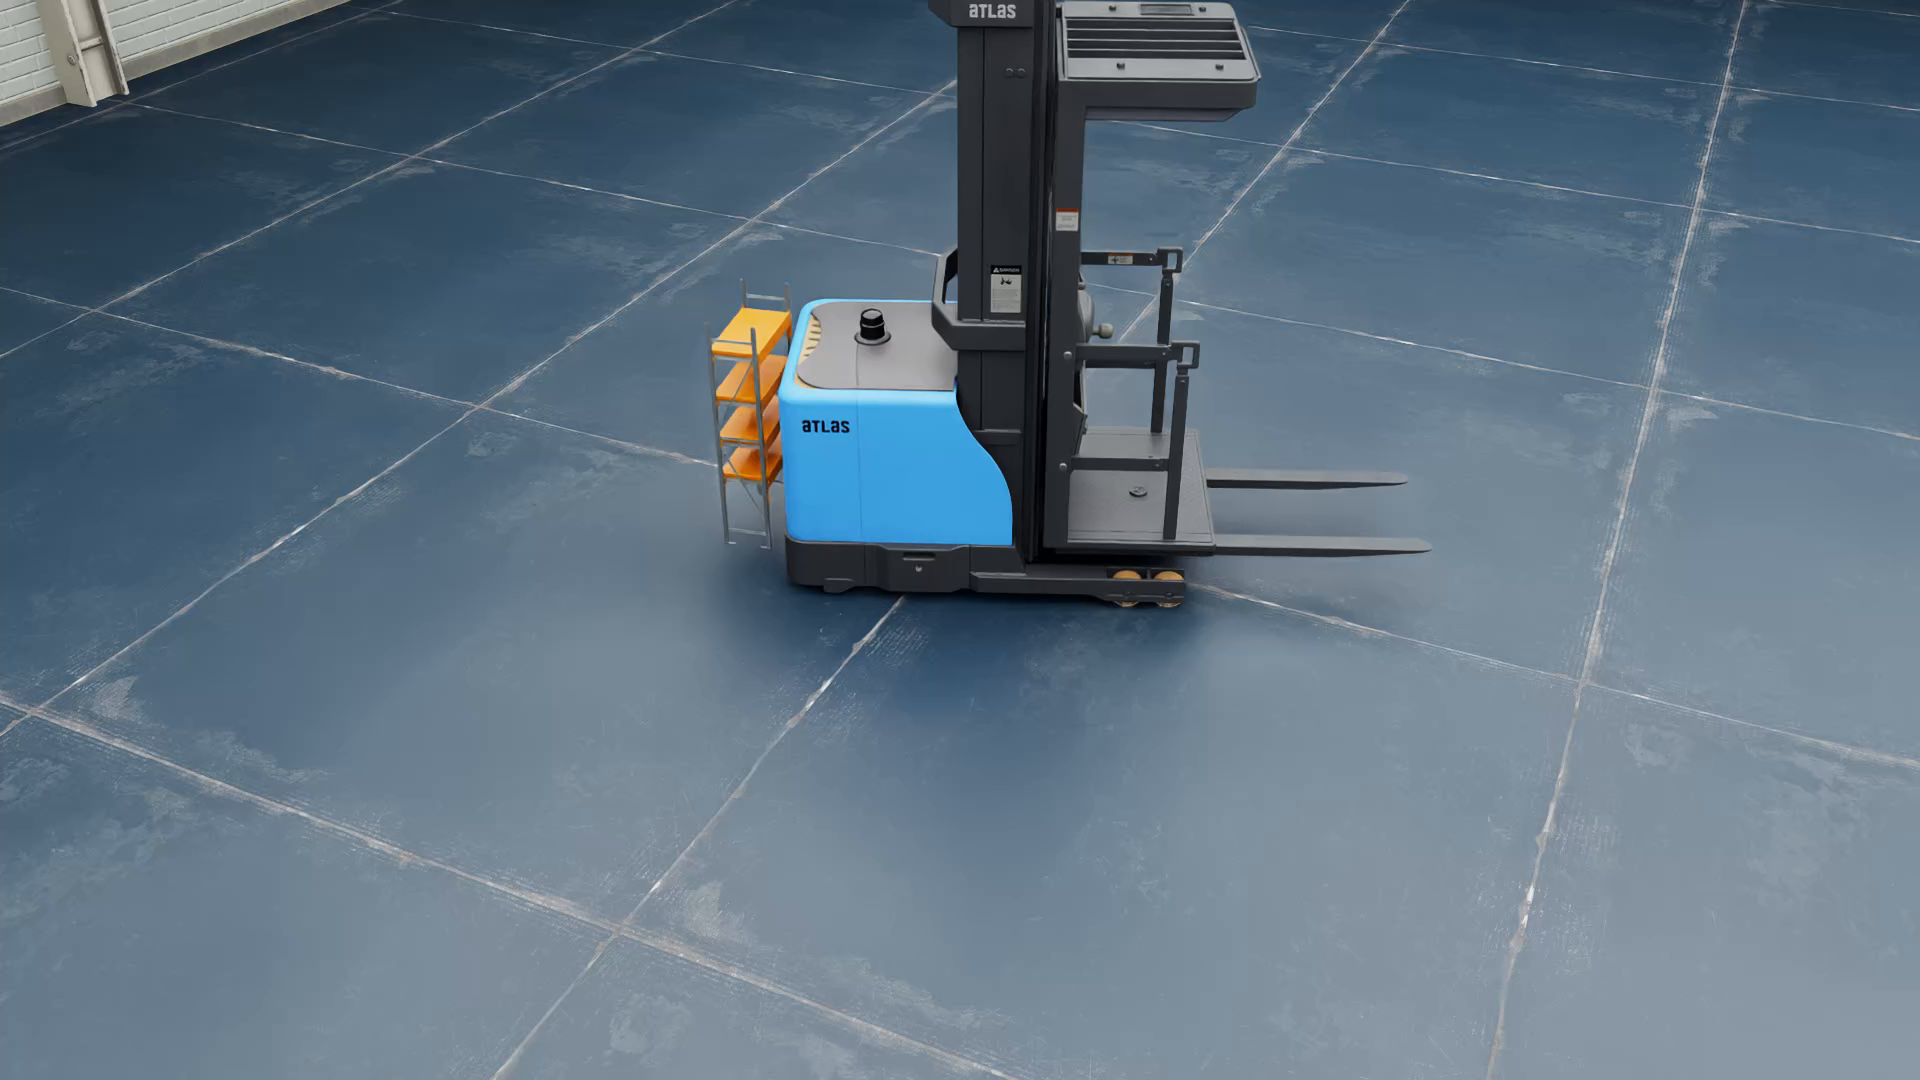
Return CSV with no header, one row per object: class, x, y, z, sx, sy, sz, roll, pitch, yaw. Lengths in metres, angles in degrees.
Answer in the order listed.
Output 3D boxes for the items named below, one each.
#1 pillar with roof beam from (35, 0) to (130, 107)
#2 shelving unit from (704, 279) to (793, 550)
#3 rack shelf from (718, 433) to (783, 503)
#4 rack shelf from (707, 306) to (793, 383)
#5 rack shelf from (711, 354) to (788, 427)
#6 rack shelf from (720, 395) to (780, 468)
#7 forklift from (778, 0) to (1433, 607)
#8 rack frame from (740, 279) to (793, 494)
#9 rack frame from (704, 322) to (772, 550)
pillar with roof beam,-3.290,-6.471,9.913,9.100,9.000,0.400,14,36,20
shelving unit,-0.988,-0.602,8.074,0.258,1.200,0.503,7,34,11
rack shelf,-0.988,-0.380,8.220,0.258,0.148,0.480,7,34,11
rack shelf,-0.989,-0.931,7.859,0.258,0.148,0.480,7,34,11
rack shelf,-0.988,-0.733,7.988,0.258,0.148,0.480,7,34,11
rack shelf,-0.988,-0.546,8.111,0.258,0.148,0.480,7,34,11
forklift,0.712,-1.210,7.423,3.031,2.935,1.130,1,33,2
rack frame,-0.932,-0.732,8.273,0.240,1.200,0.015,7,34,11
rack frame,-1.044,-0.472,7.875,0.240,1.200,0.015,7,34,11
